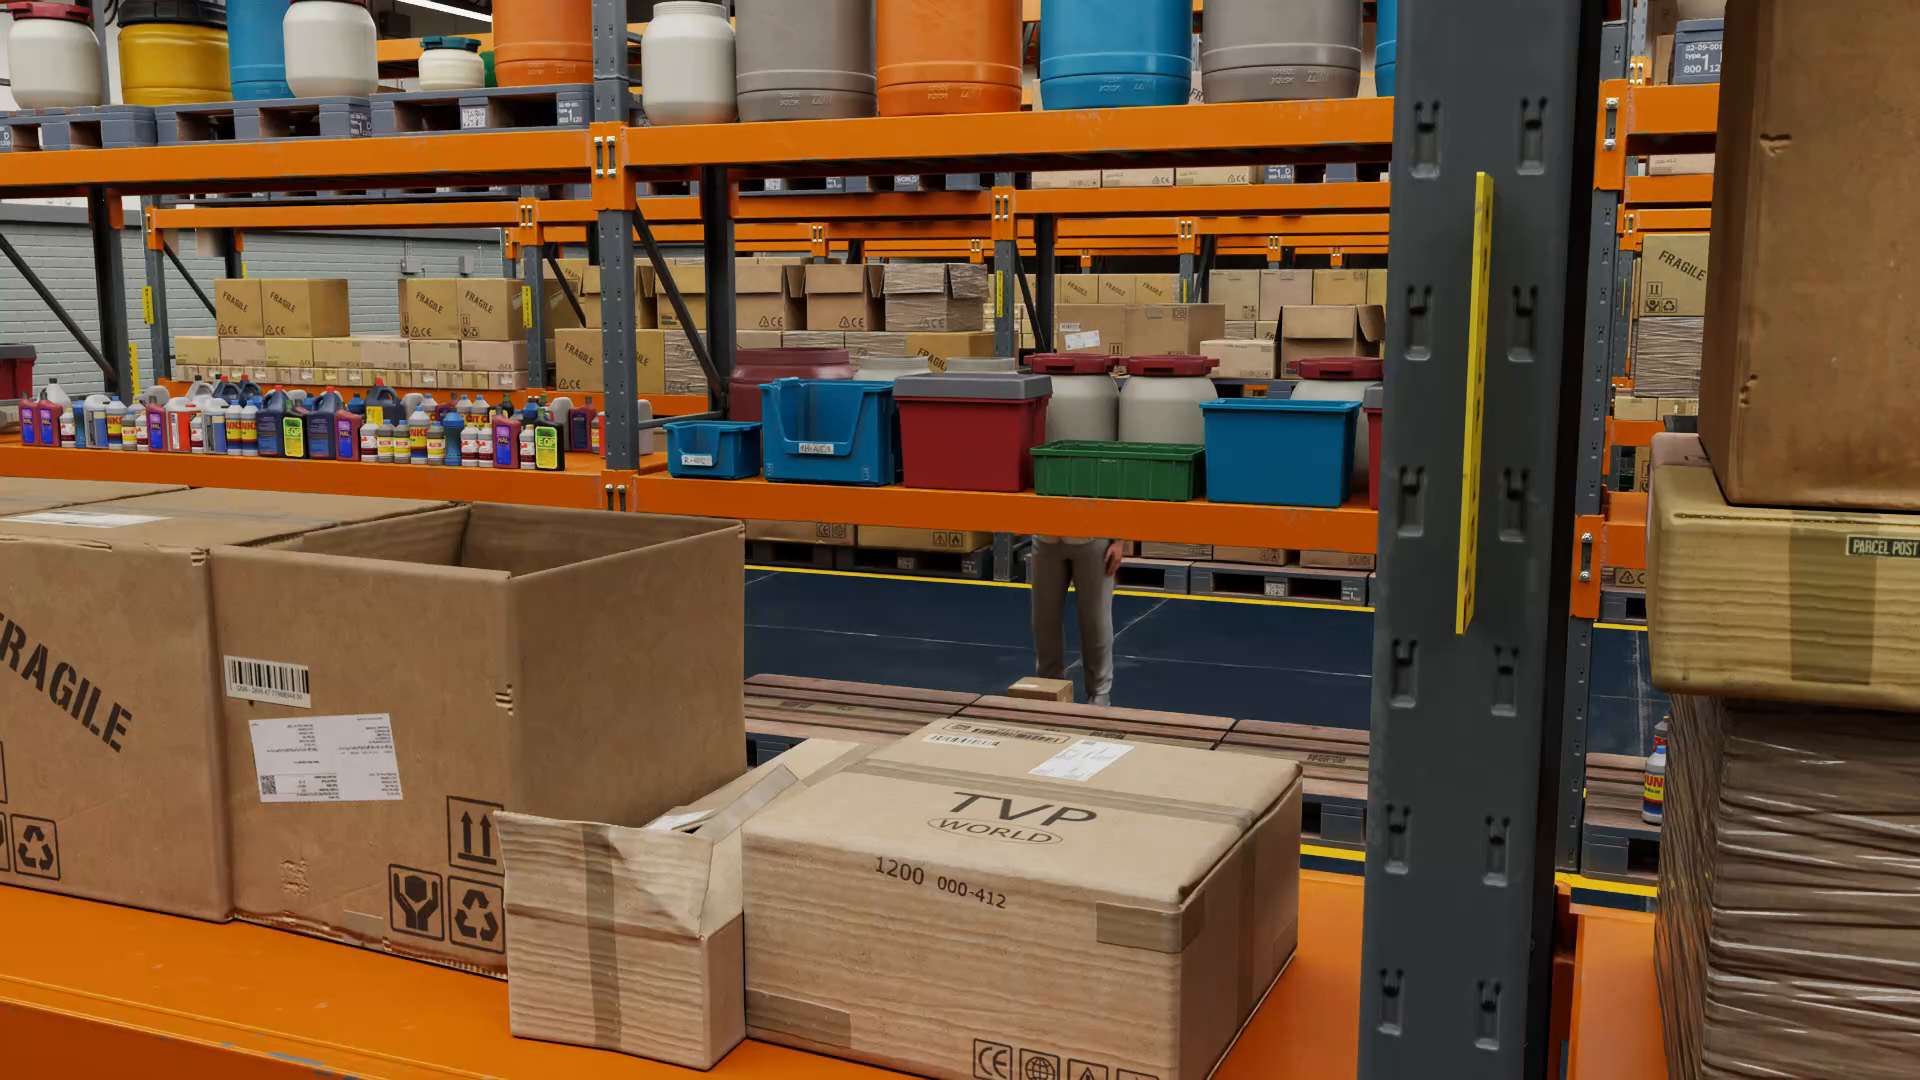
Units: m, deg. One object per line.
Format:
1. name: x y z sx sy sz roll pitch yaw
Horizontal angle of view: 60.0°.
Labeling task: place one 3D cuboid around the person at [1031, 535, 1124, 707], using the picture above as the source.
1. person: 0.580 0.010 8.301 0.529 1.743 0.393 4 9 22
